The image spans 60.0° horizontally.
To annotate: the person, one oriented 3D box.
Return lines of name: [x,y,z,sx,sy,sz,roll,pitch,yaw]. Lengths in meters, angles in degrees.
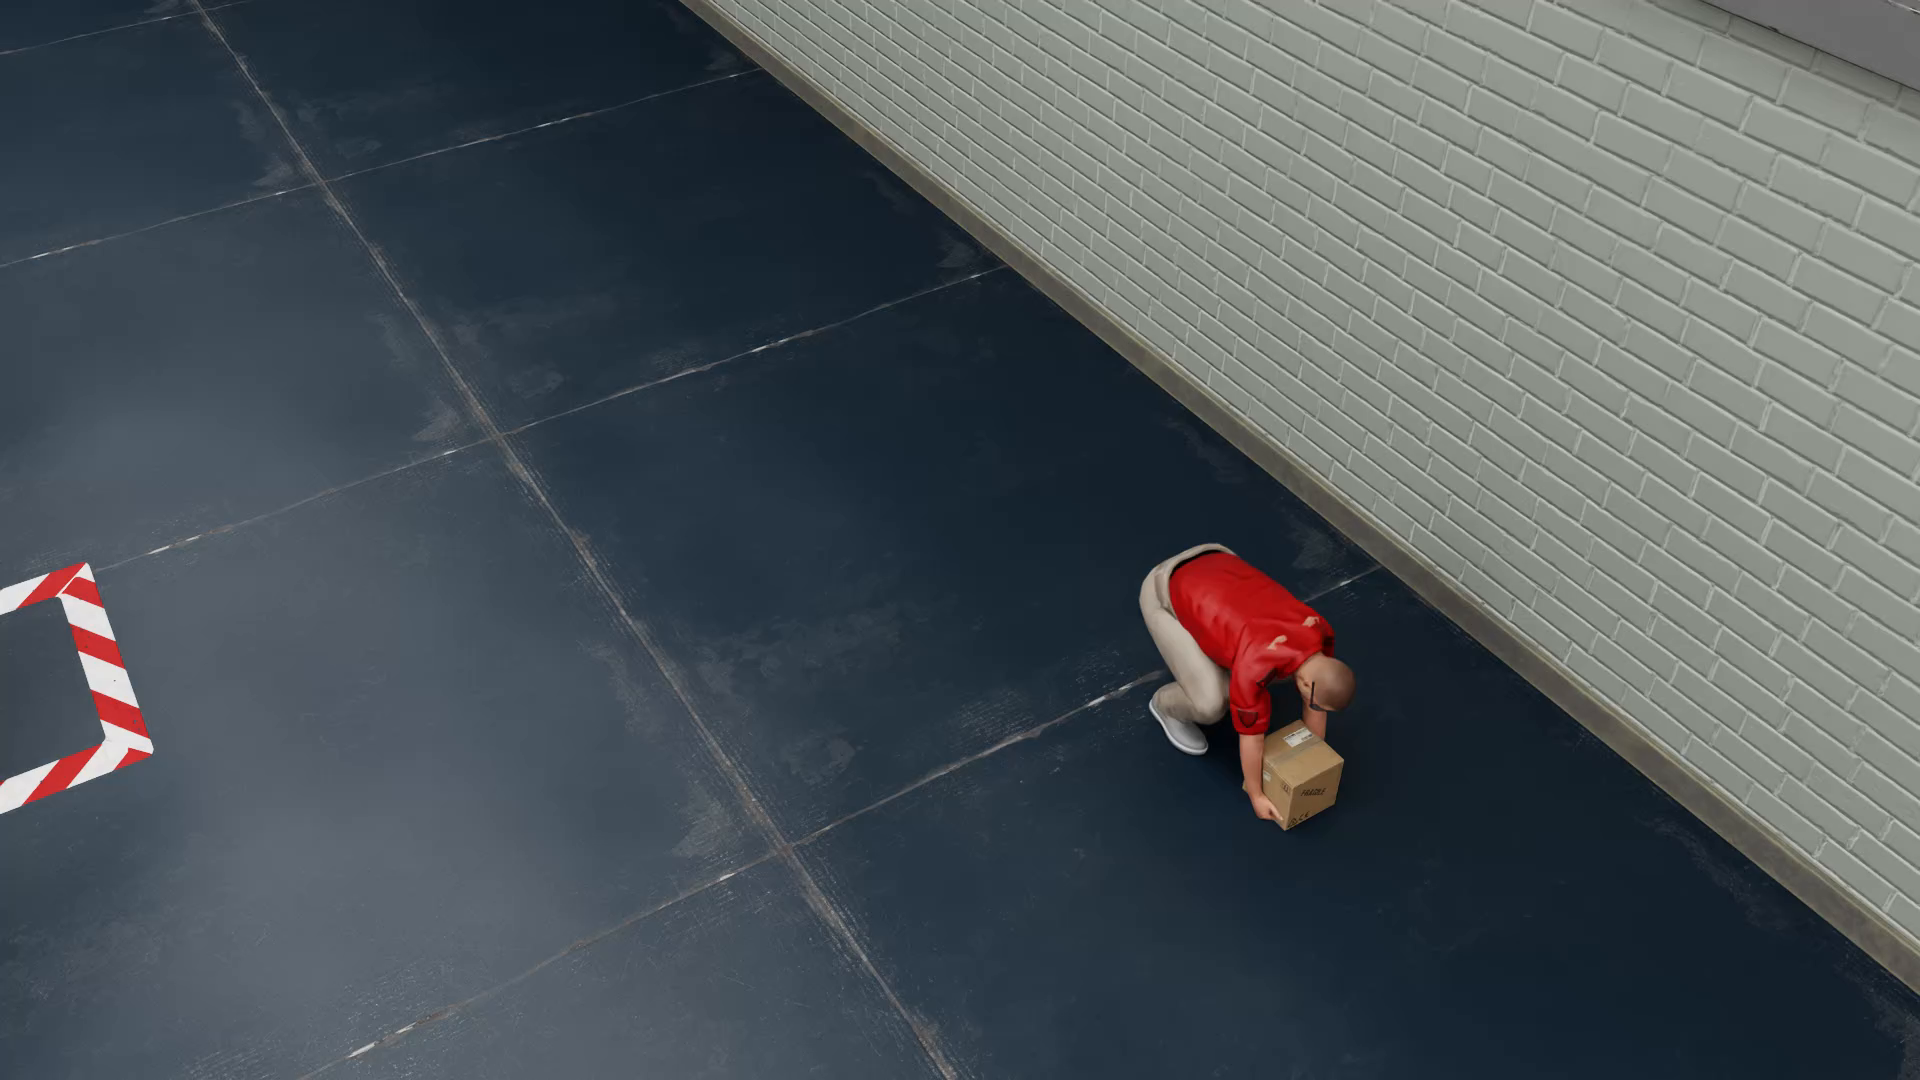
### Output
person: [1.088,0.505,6.315,0.536,0.814,0.954,-24,46,-25]
